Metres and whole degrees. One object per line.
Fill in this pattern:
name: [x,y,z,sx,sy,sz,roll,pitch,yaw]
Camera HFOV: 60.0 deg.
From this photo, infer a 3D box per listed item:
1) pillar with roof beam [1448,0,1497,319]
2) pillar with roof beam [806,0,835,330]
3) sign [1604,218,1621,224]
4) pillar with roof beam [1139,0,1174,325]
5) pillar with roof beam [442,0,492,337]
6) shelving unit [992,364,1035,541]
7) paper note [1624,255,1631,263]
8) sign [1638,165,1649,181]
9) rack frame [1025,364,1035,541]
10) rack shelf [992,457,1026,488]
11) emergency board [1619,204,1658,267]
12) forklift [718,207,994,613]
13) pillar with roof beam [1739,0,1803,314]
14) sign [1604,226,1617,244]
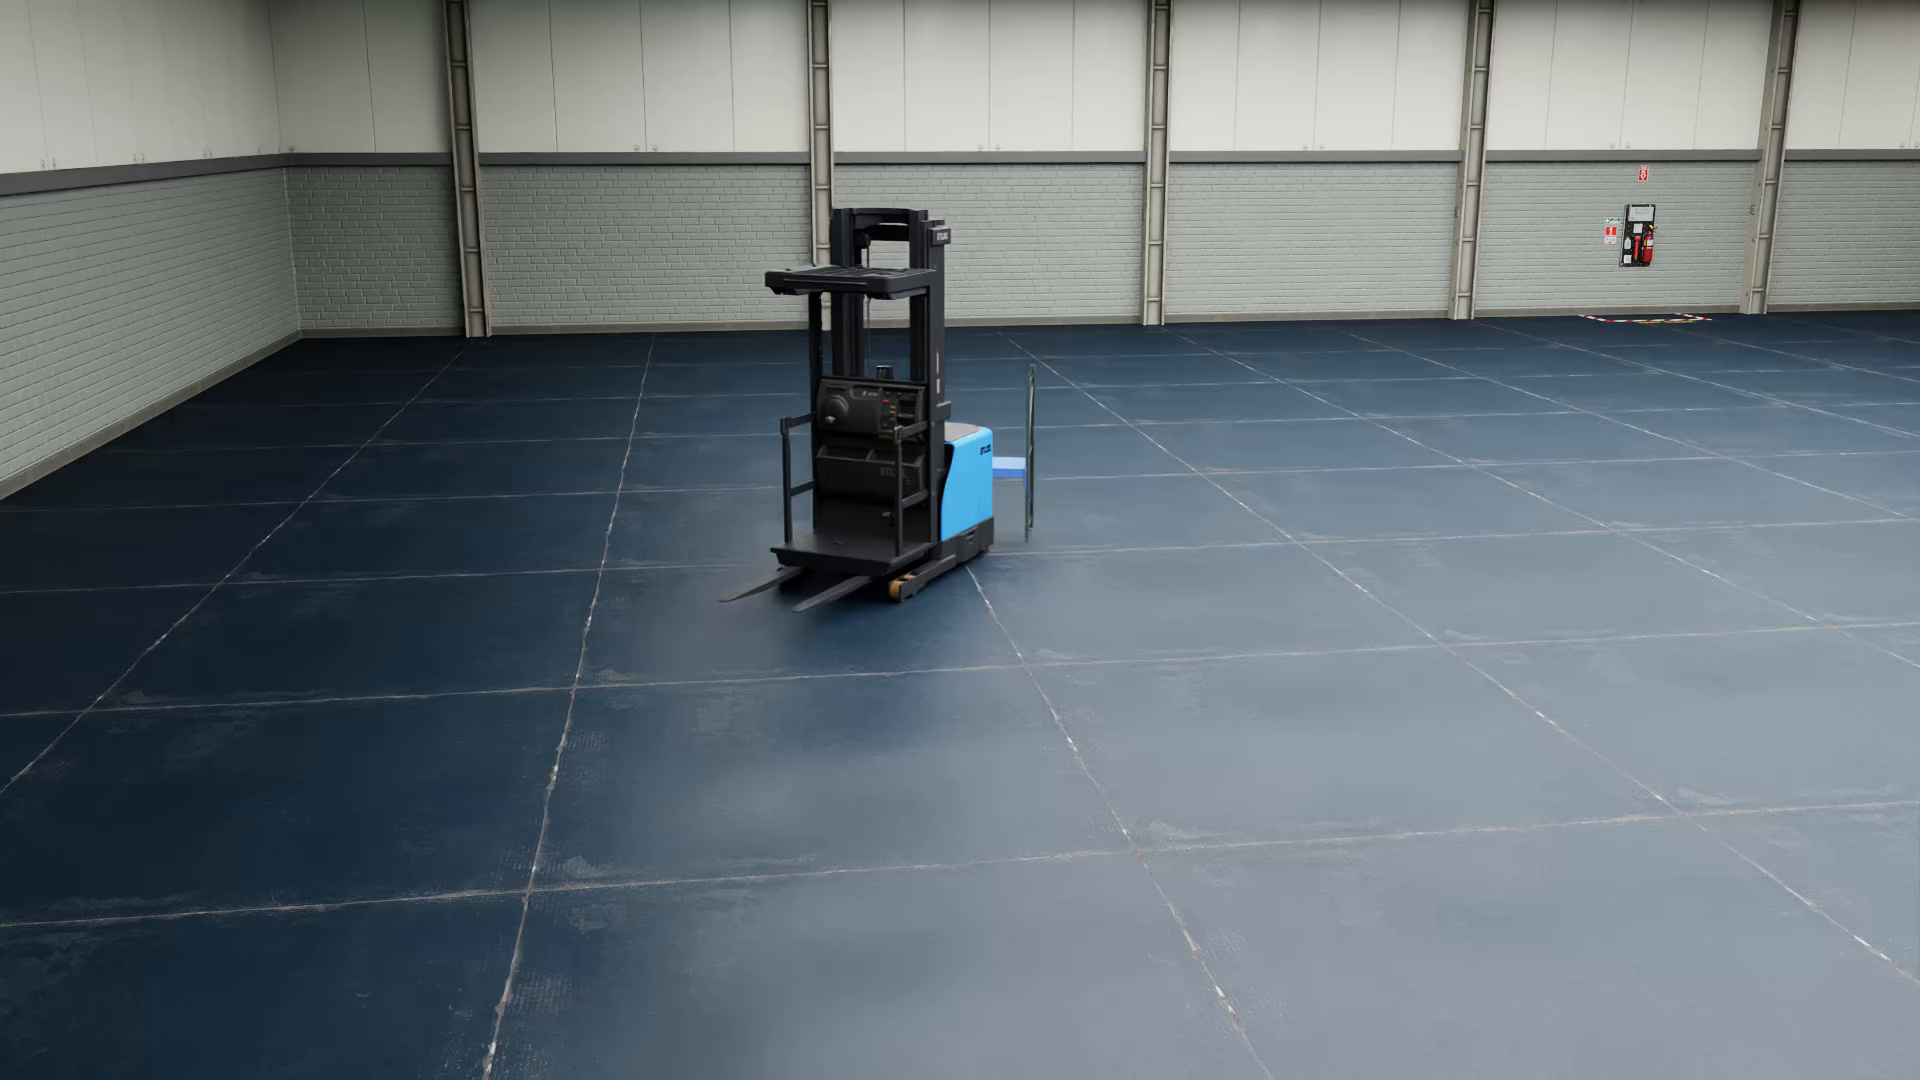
pillar with roof beam: [10.098,-7.521,26.212,0.400,9.000,9.100,-2,14,-8]
pillar with roof beam: [-1.768,-7.086,24.478,0.400,9.000,9.100,-2,14,-8]
sign: [12.384,-6.061,31.560,0.331,0.109,0.001,-2,14,-8]
pillar with roof beam: [4.165,-7.303,25.345,0.400,9.000,9.100,-2,14,-8]
pillar with roof beam: [-7.701,-6.869,23.611,0.400,9.000,9.100,-2,14,-8]
shelving unit: [0.117,-0.793,14.802,1.048,1.500,0.538,2,14,7]
paper note: [12.755,-5.367,31.765,0.142,0.148,0.016,-2,14,-8]
sign: [12.918,-6.932,31.430,0.199,0.298,0.001,-2,14,-8]
rack frame: [0.621,-0.777,14.737,0.032,1.500,0.500,2,14,7]
rack shelf: [0.117,-0.619,14.846,1.000,0.185,0.538,2,14,7]
emergency board: [12.941,-5.784,31.617,0.643,1.169,0.194,-2,14,-8]
forklift: [-0.800,-1.064,12.940,1.130,2.935,3.031,7,16,25]
pillar with roof beam: [16.031,-7.738,27.079,0.400,9.000,9.100,-2,14,-8]
sign: [12.378,-5.806,31.632,0.234,0.329,0.001,-2,14,-8]
